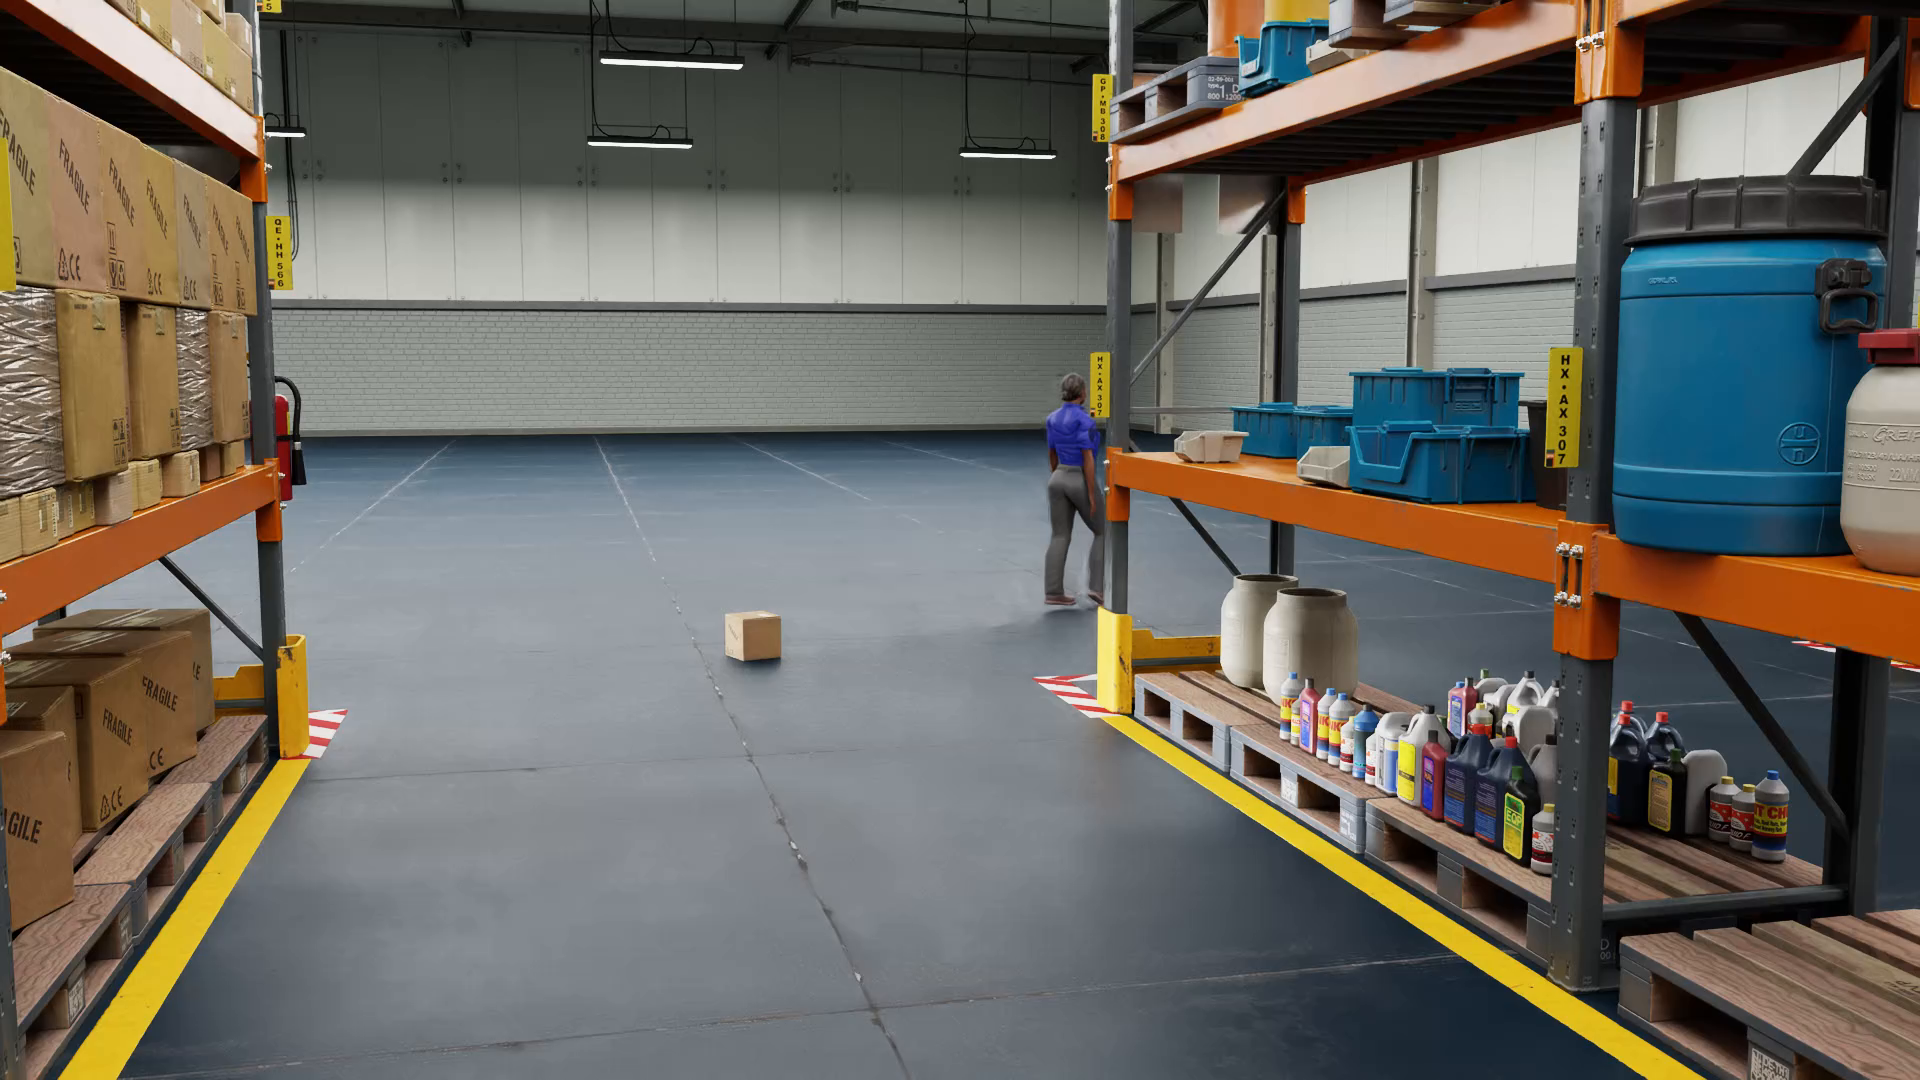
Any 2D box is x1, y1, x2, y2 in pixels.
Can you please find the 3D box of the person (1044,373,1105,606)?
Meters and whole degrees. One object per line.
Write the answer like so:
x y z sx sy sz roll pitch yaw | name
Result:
0.834 -0.318 11.793 0.487 1.723 0.612 6 8 41 | person
